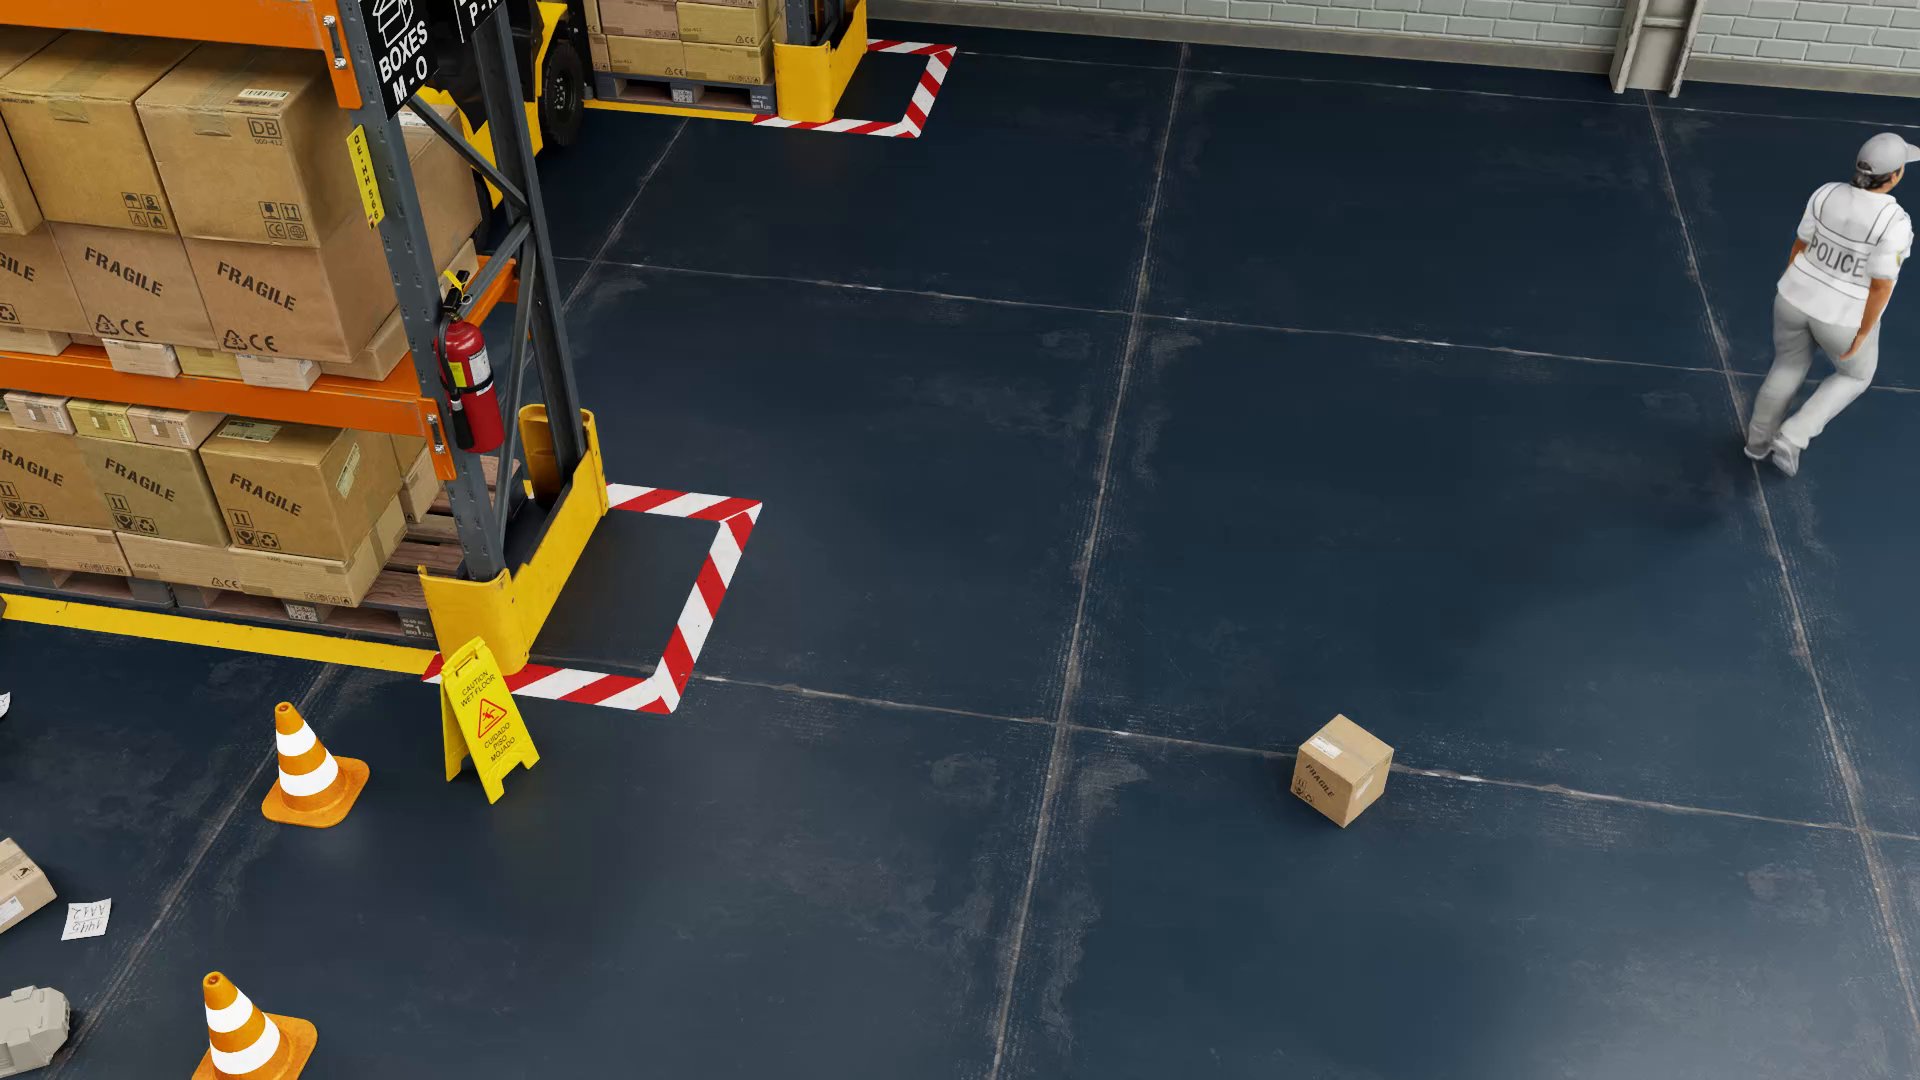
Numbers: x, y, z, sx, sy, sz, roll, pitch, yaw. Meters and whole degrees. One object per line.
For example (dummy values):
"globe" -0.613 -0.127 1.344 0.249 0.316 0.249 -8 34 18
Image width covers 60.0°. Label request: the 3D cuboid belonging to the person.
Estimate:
"person" 3.819 -1.021 7.305 0.467 1.655 0.481 -26 47 -27
